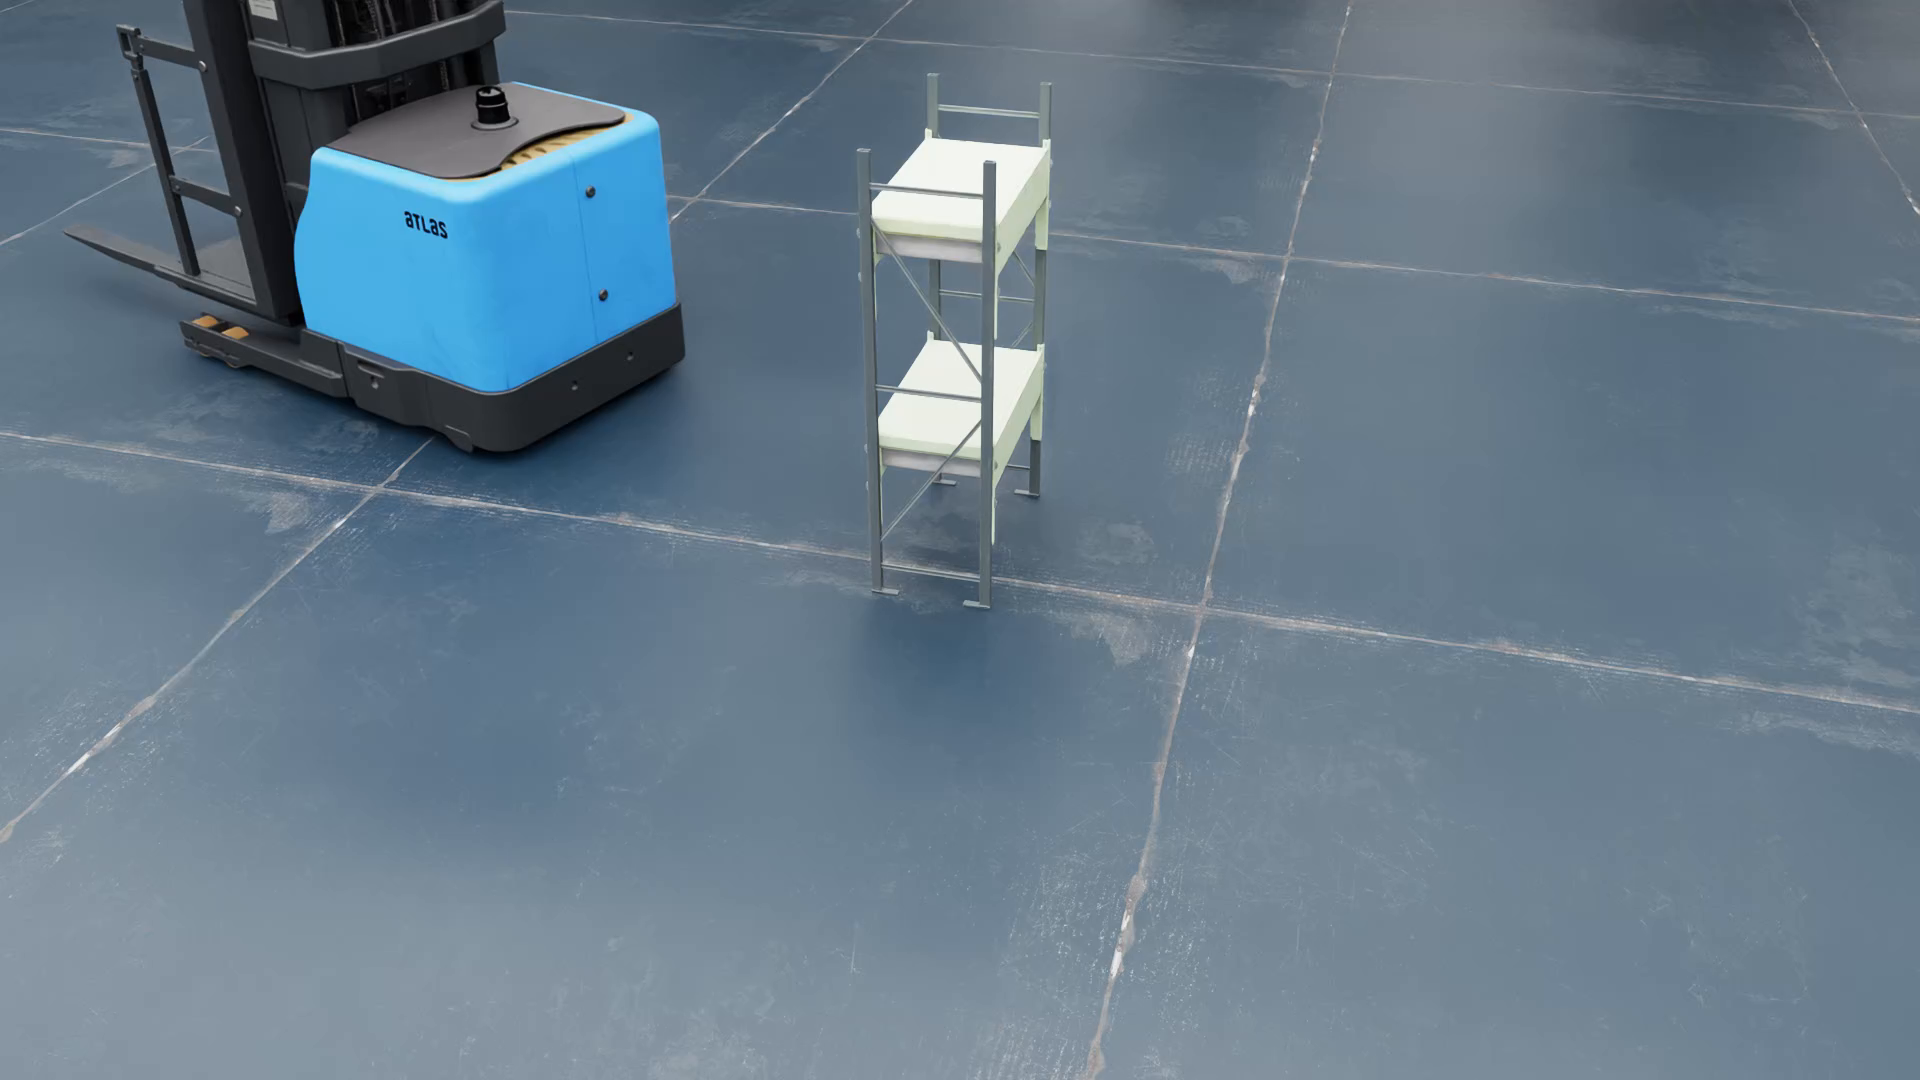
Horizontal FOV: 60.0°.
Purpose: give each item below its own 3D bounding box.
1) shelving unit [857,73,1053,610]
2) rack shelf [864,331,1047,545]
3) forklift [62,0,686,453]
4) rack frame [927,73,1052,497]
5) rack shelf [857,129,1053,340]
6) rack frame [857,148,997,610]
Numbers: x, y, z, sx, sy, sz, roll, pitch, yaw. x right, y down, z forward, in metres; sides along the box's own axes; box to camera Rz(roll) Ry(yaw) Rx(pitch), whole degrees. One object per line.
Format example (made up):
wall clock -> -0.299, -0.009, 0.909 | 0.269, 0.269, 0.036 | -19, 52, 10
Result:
shelving unit -> -0.002, -0.629, 5.342 | 0.431, 1.500, 0.755 | 8, 33, 12
rack shelf -> -0.002, -0.354, 5.517 | 0.431, 0.370, 0.720 | 8, 33, 12
forklift -> -2.634, -2.161, 6.417 | 3.031, 2.935, 1.130 | 20, 37, 28
rack frame -> 0.091, -0.819, 5.641 | 0.400, 1.500, 0.023 | 8, 33, 12
rack shelf -> -0.002, -0.959, 5.133 | 0.431, 0.370, 0.720 | 8, 33, 12
rack frame -> -0.095, -0.440, 5.043 | 0.400, 1.500, 0.023 | 8, 33, 12
